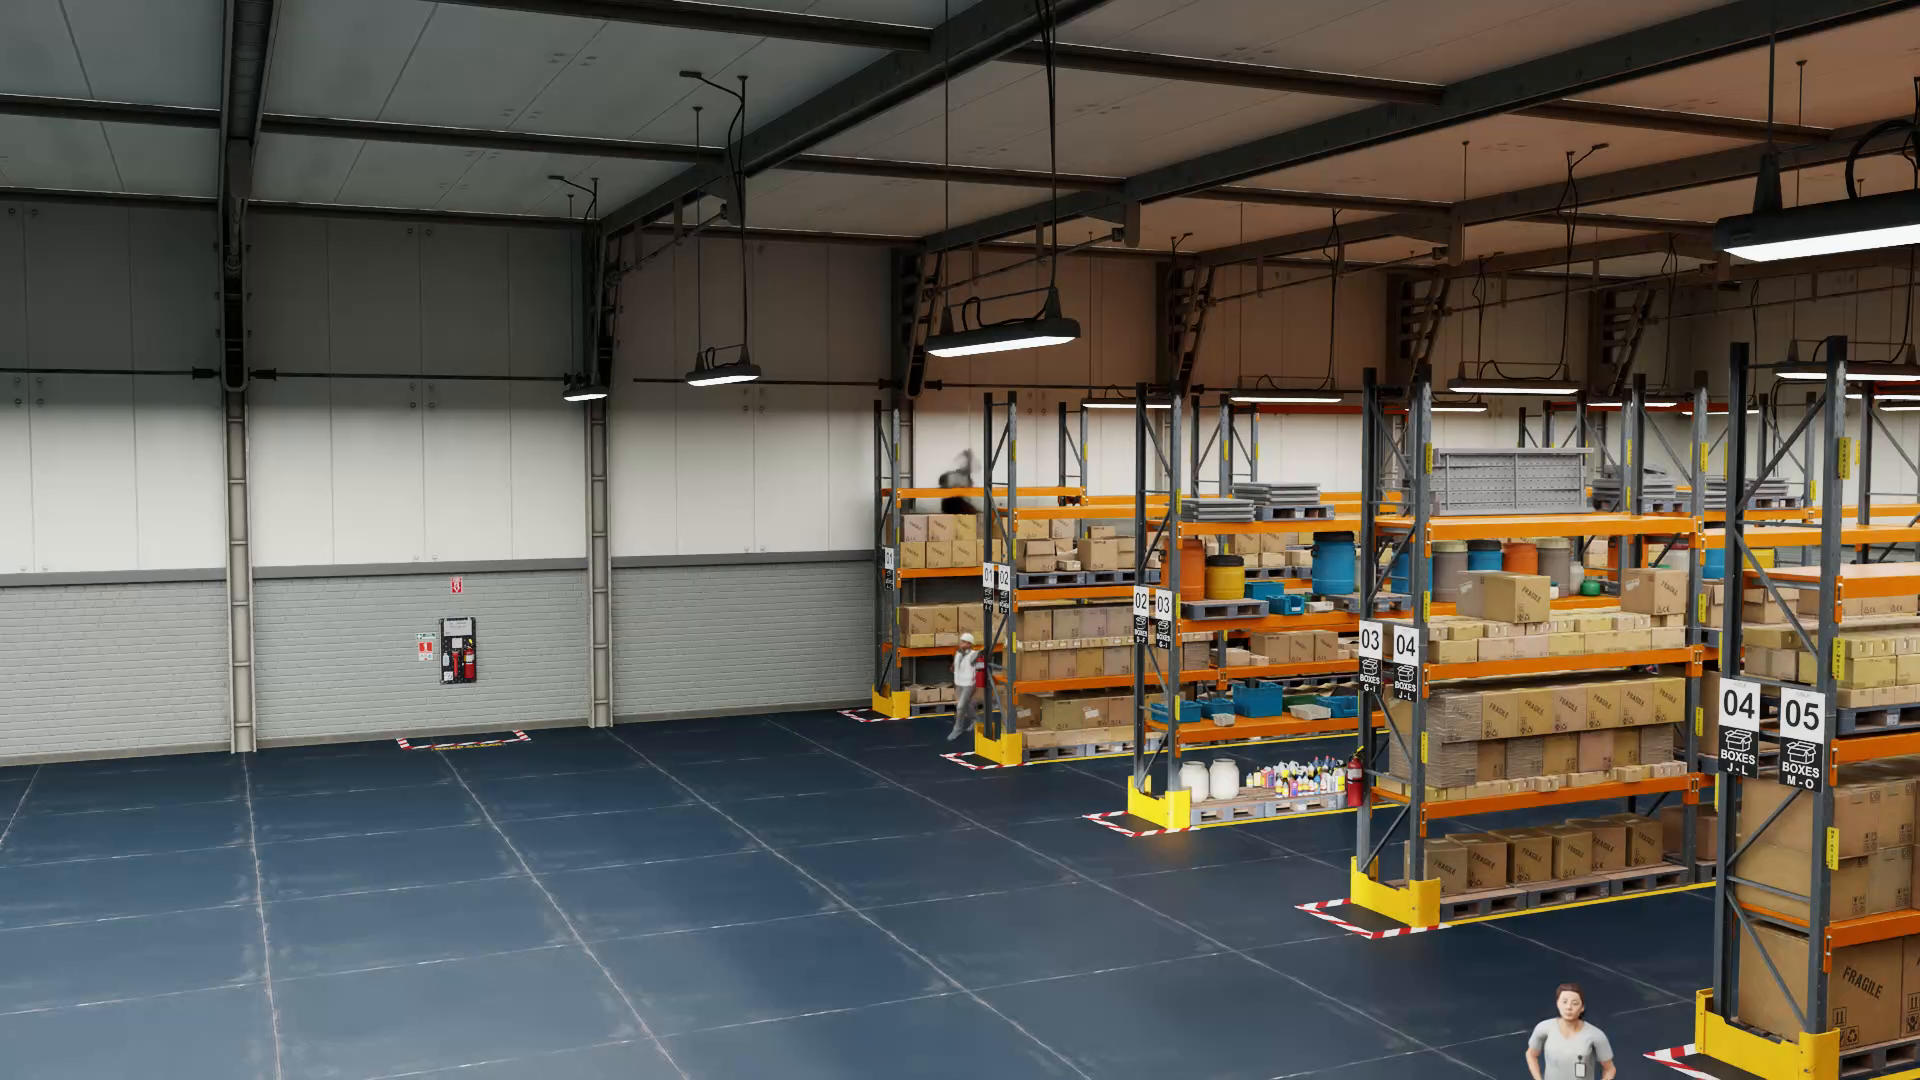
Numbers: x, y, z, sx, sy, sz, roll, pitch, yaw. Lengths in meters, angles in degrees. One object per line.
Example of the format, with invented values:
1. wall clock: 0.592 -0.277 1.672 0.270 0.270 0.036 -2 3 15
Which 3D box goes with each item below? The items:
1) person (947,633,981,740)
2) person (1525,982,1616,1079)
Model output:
1. person: 0.130 2.507 28.628 0.818 1.818 0.680 -3 4 -42
2. person: 4.019 3.719 10.977 0.564 1.633 0.632 2 4 27
